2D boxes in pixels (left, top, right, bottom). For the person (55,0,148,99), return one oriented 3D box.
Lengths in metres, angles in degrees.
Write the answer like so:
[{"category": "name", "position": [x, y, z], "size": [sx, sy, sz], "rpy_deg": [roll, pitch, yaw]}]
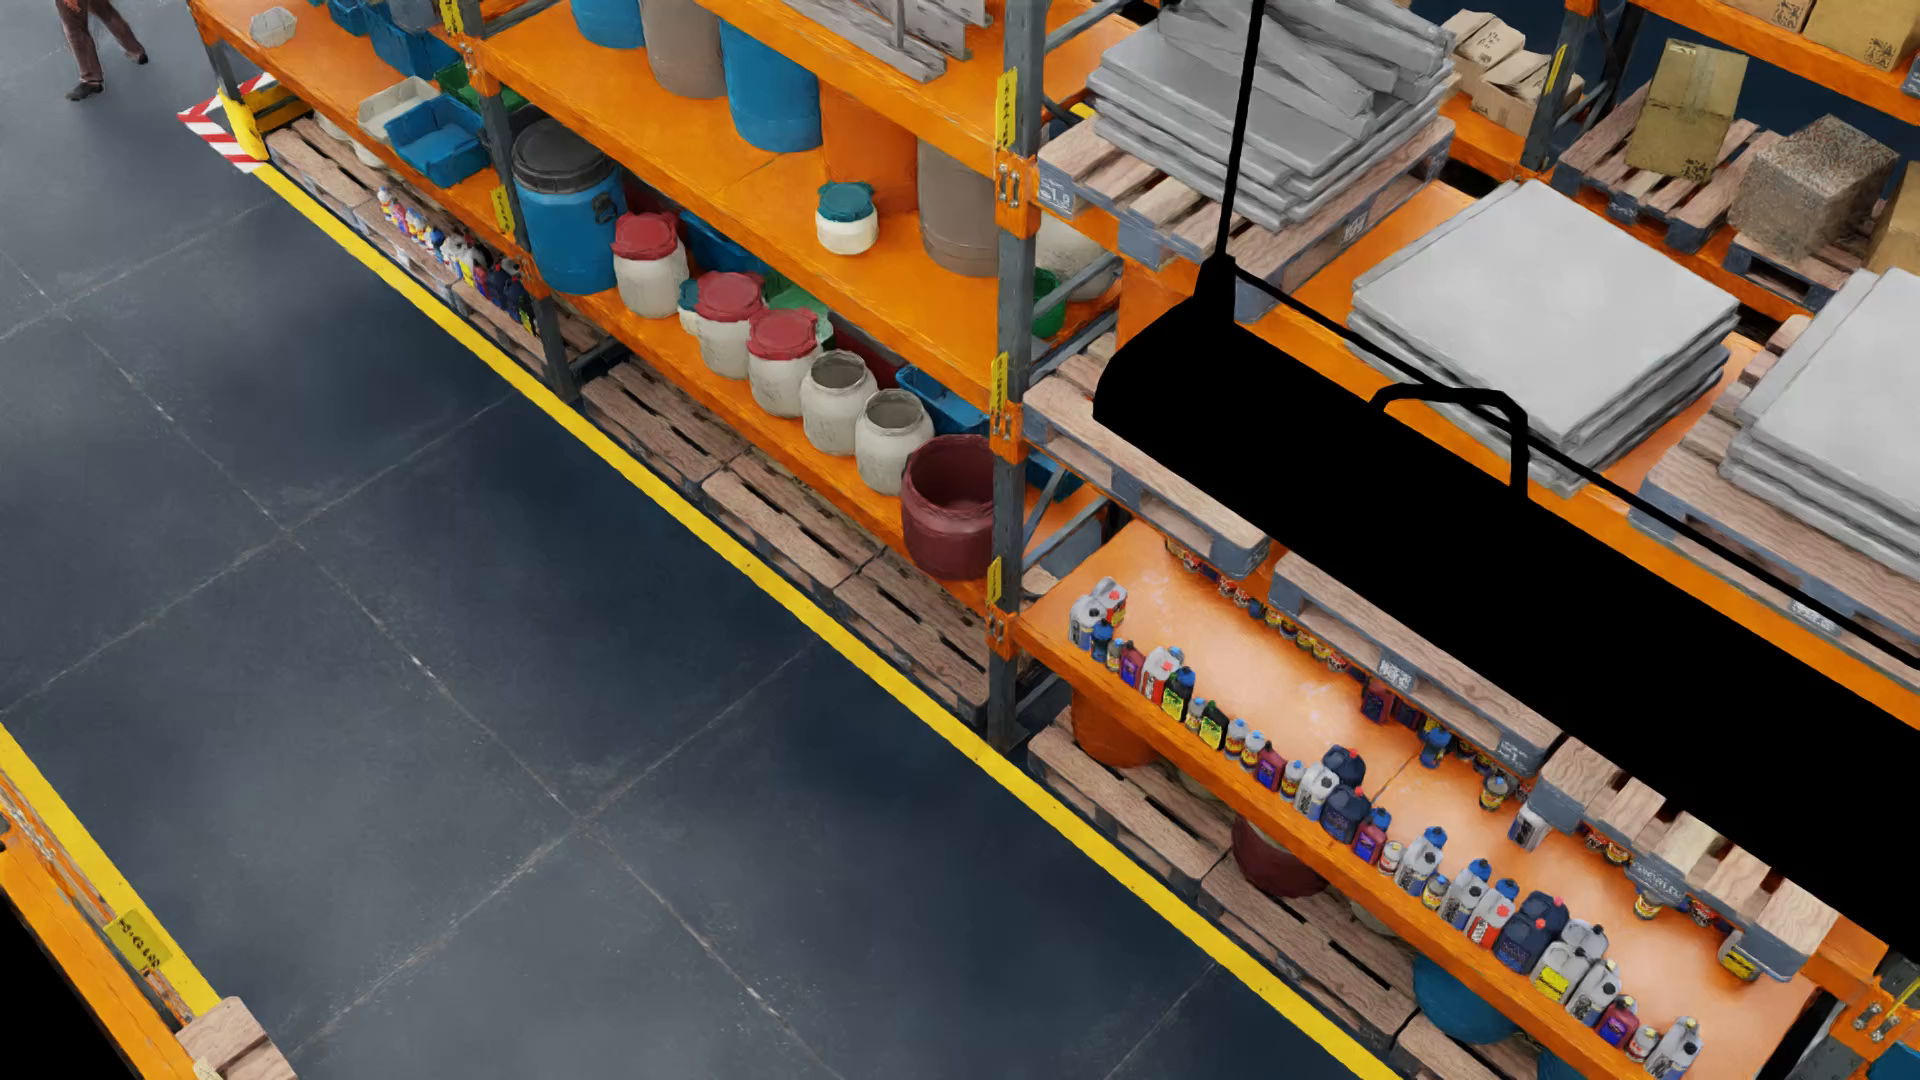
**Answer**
[{"category": "person", "position": [-6.923, -4.345, 12.898], "size": [0.563, 1.709, 0.709], "rpy_deg": [-7, 50, -6]}]
